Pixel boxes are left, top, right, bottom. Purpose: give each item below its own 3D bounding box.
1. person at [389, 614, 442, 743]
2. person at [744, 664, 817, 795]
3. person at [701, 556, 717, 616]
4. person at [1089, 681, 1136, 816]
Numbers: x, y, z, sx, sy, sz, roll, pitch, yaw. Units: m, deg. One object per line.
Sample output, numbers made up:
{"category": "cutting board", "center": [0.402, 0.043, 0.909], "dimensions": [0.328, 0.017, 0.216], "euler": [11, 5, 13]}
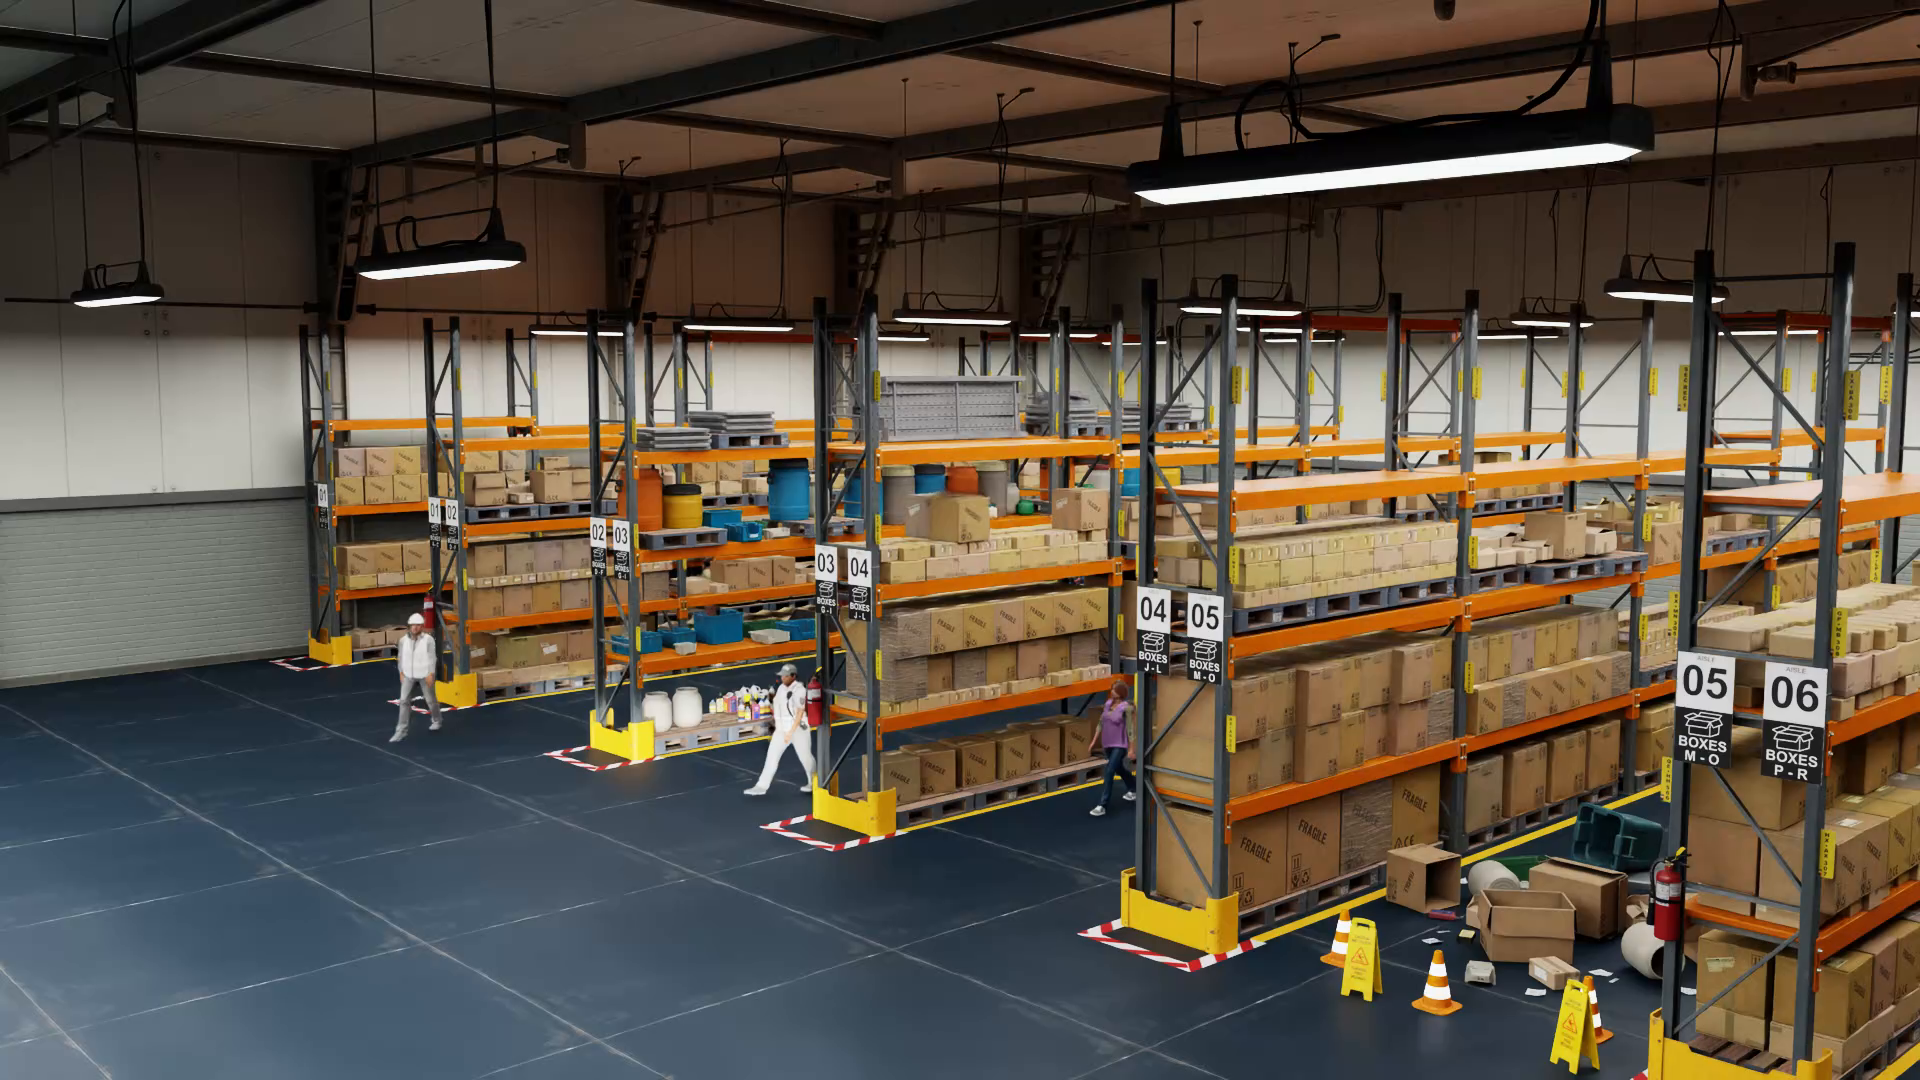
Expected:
{"category": "person", "center": [-7.691, 1.918, 23.554], "dimensions": [0.606, 1.760, 0.944], "euler": [1, 6, 14]}
{"category": "person", "center": [-2.127, 2.302, 20.212], "dimensions": [0.539, 1.608, 0.989], "euler": [4, 7, 36]}
{"category": "person", "center": [-4.830, 1.135, 31.751], "dimensions": [0.507, 1.667, 0.490], "euler": [-2, 6, -18]}
{"category": "person", "center": [1.820, 2.415, 19.581], "dimensions": [0.994, 1.528, 0.472], "euler": [-6, 8, -43]}
